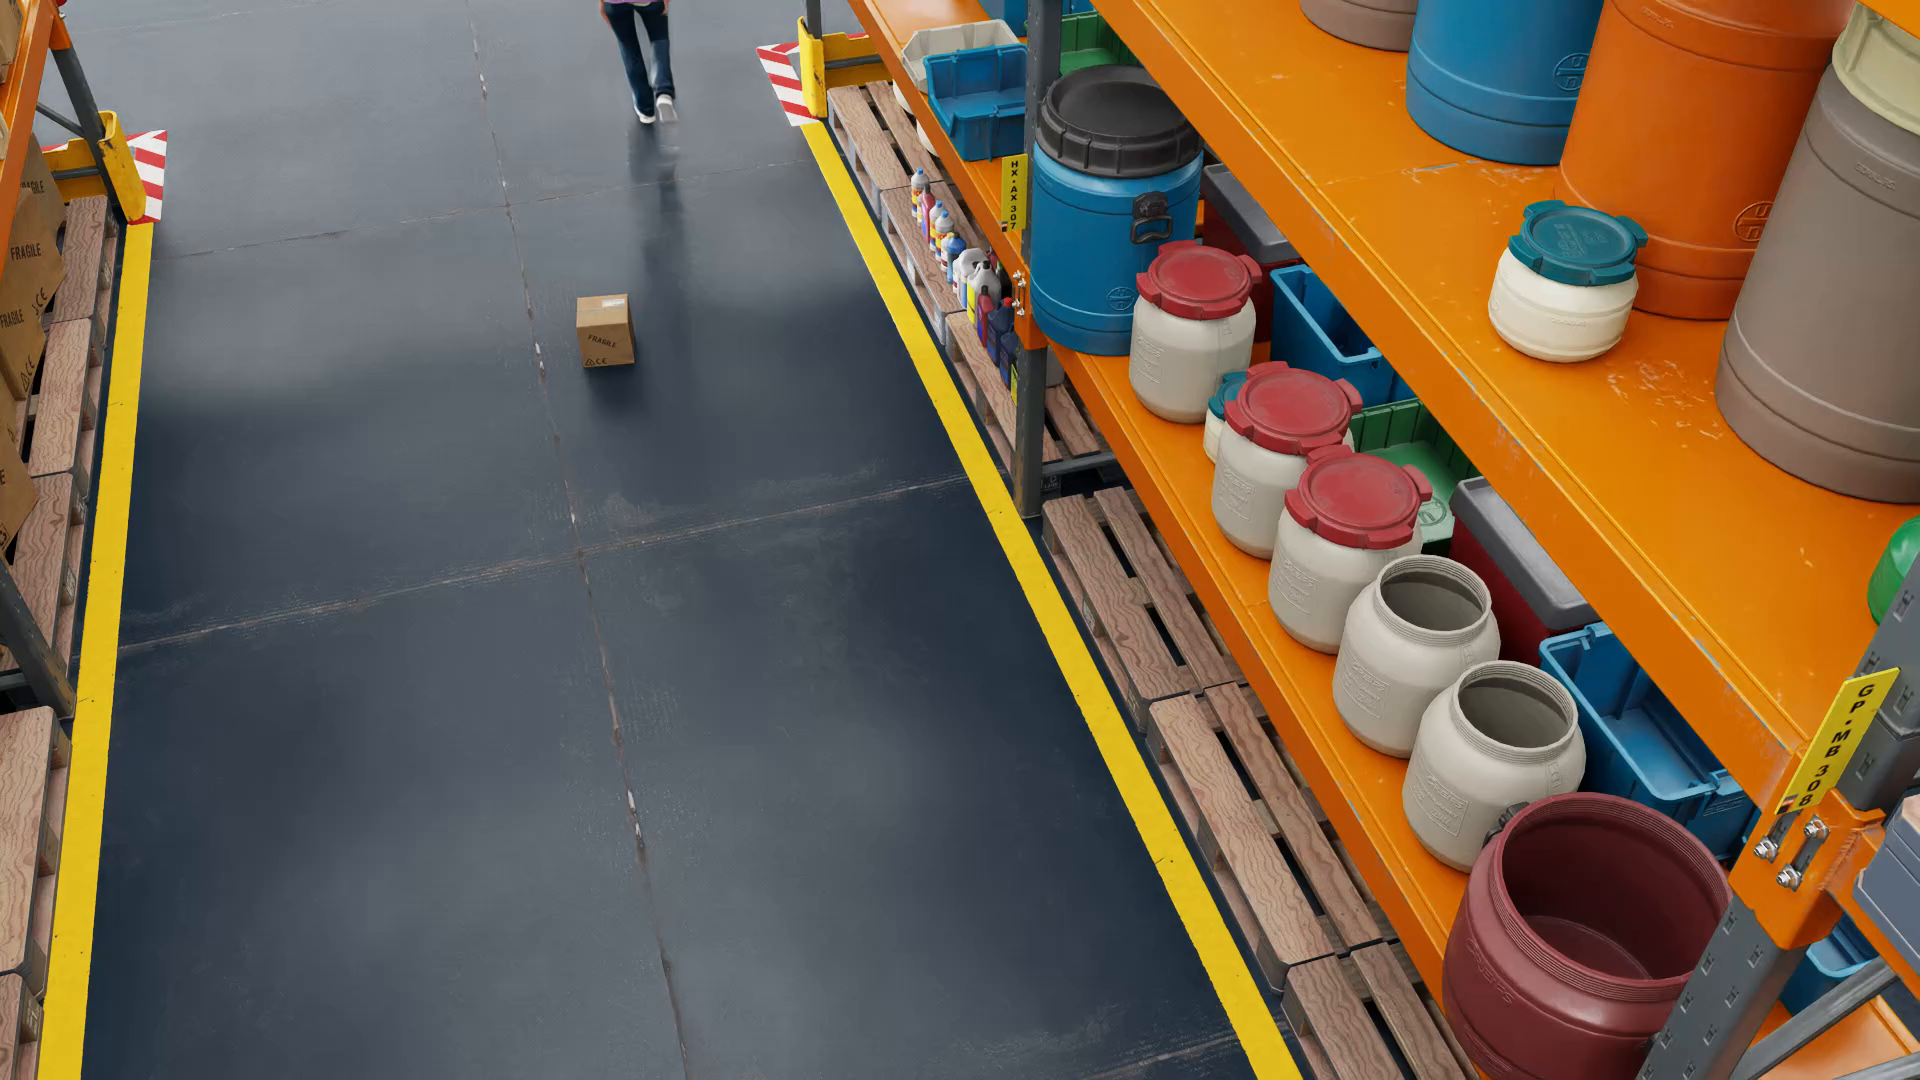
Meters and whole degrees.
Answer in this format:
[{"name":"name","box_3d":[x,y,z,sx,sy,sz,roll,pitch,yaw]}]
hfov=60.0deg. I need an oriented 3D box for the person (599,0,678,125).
[{"name":"person","box_3d":[-1.848,-3.071,9.452,0.426,1.588,0.574,-10,44,-11]}]
